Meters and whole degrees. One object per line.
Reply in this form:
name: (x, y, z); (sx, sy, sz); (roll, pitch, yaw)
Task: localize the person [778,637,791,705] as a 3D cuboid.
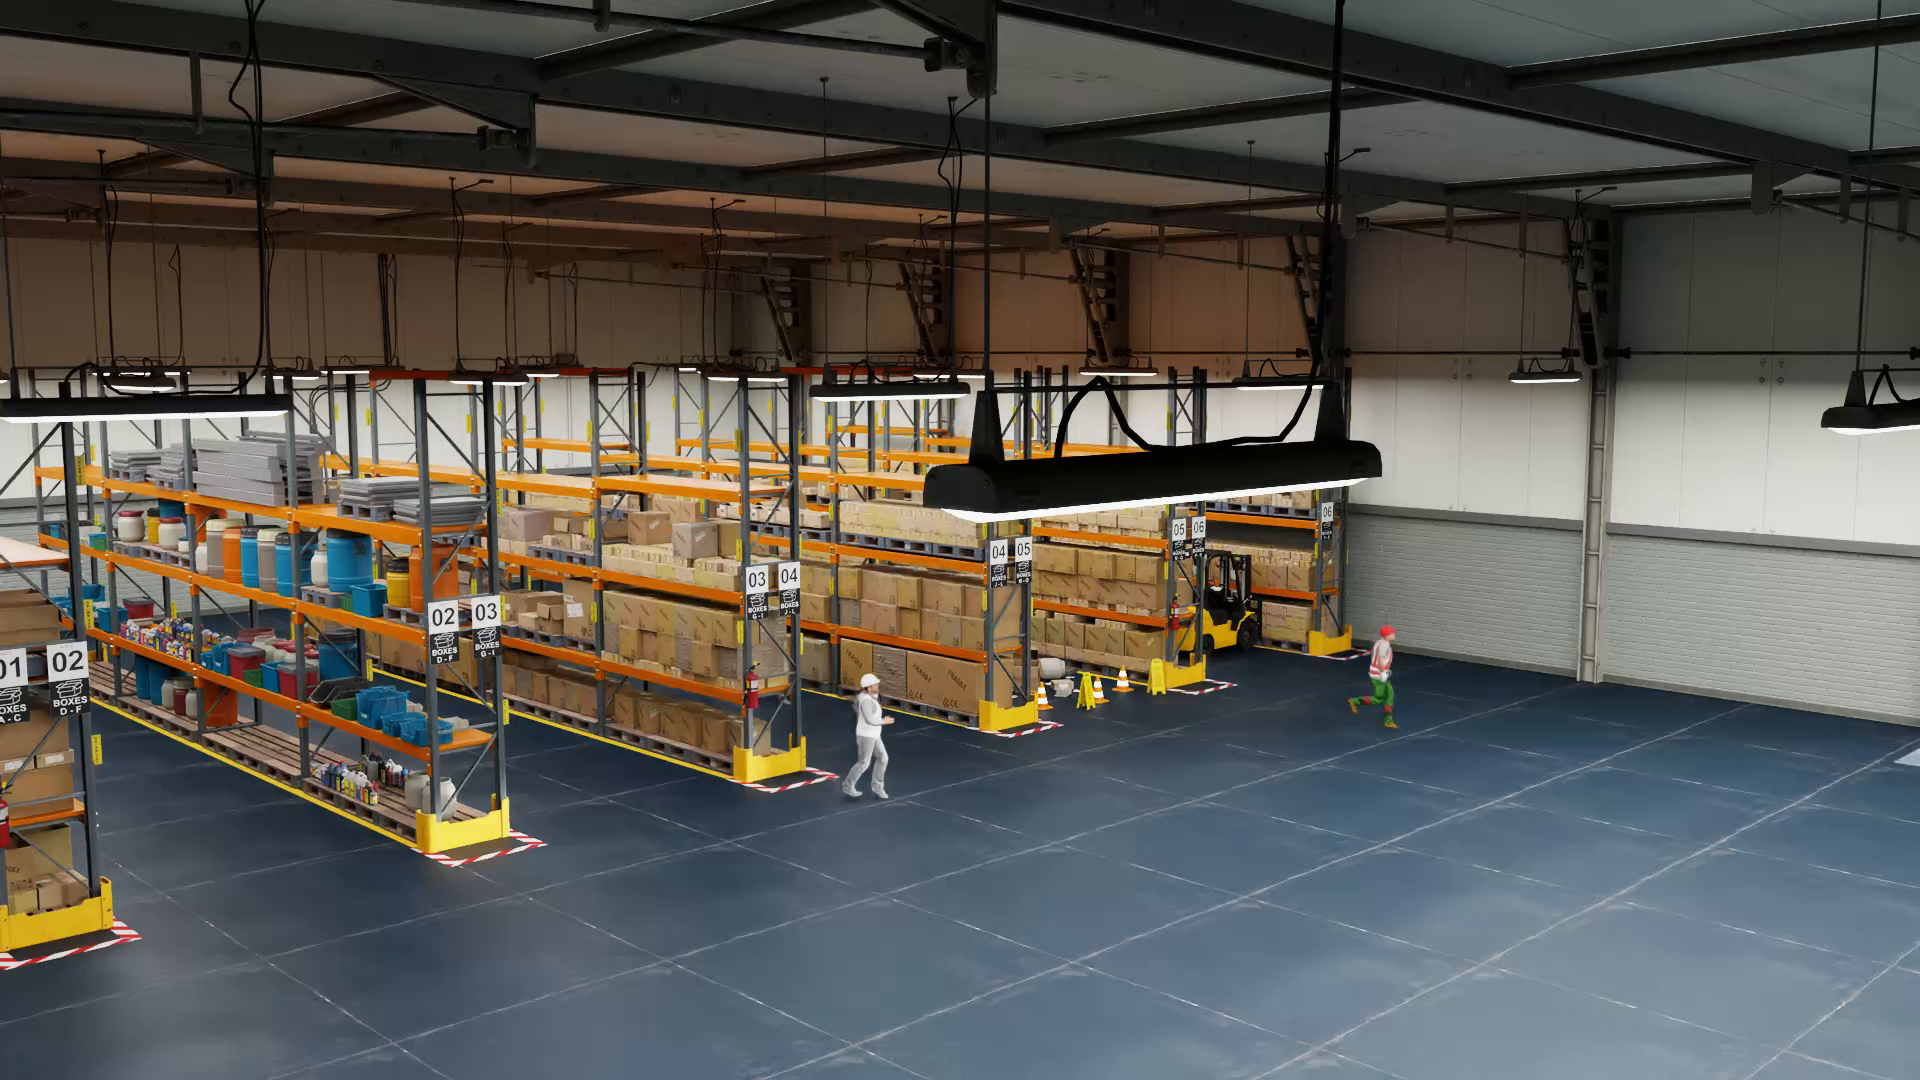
person: (-3.373, 2.145, 30.110); (0.769, 1.645, 0.607); (4, 8, 35)

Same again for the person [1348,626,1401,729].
person: (7.019, 2.318, 28.085); (0.895, 1.759, 0.662); (1, 7, 9)

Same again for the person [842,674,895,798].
person: (-1.299, 2.810, 23.588); (0.757, 1.854, 0.669); (0, 6, 2)
